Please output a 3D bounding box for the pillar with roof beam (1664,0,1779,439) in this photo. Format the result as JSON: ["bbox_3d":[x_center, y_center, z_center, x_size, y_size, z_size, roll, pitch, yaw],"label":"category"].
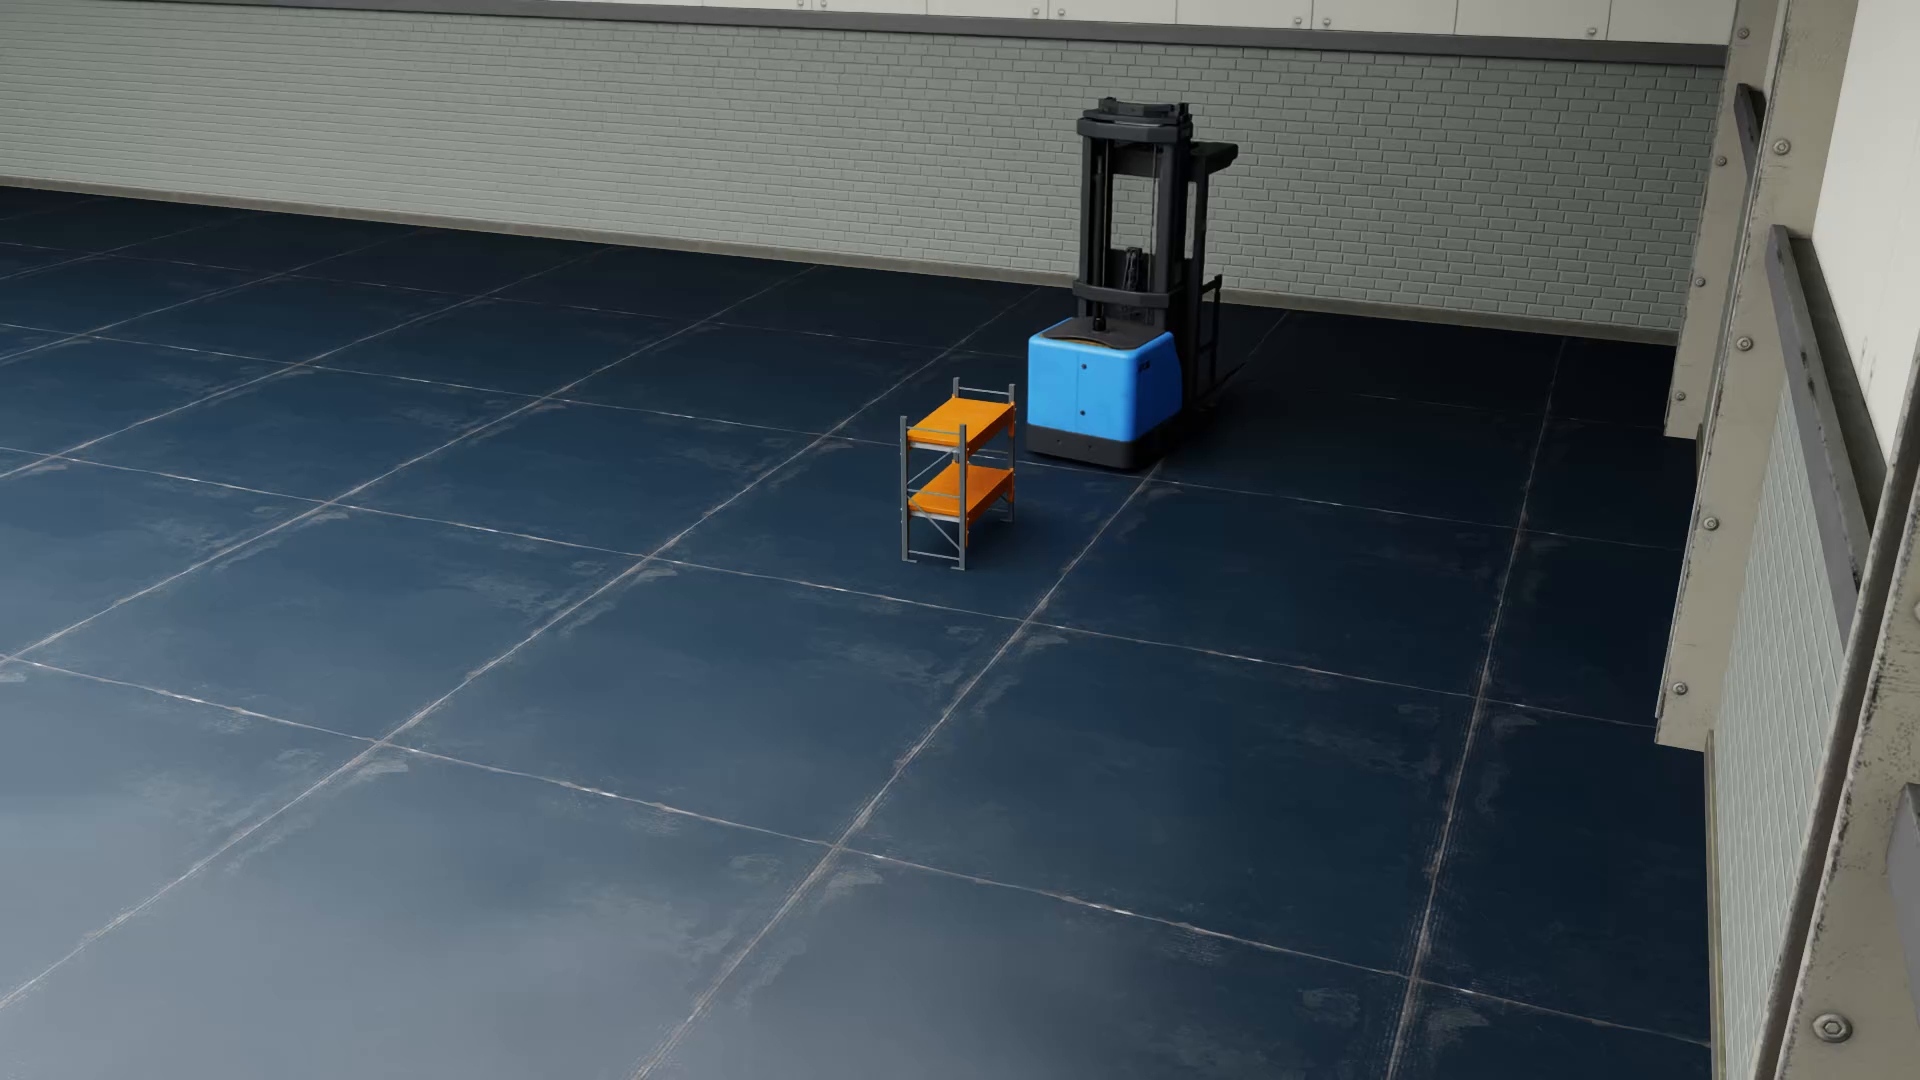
[{"bbox_3d":[2.568,-5.759,14.862,9.100,9.000,0.400,9,24,20],"label":"pillar with roof beam"}]

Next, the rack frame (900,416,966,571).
[{"bbox_3d":[-0.191,-0.335,12.092,0.500,1.125,0.032,9,24,20],"label":"rack frame"}]

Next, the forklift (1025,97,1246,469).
[{"bbox_3d":[1.754,-2.474,14.870,1.130,2.935,3.031,13,26,28],"label":"forklift"}]

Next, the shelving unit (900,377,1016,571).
[{"bbox_3d":[-0.003,-0.517,12.527,0.538,1.125,1.048,9,24,20],"label":"shelving unit"}]

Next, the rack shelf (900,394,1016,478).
[{"bbox_3d":[-0.003,-0.787,12.415,0.538,0.278,1.000,9,24,20],"label":"rack shelf"}]

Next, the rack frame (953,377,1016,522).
[{"bbox_3d":[0.186,-0.699,12.963,0.500,1.125,0.032,9,24,20],"label":"rack frame"}]

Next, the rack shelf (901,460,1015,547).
[{"bbox_3d":[-0.003,-0.291,12.622,0.538,0.278,1.000,9,24,20],"label":"rack shelf"}]

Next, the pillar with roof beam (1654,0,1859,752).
[{"bbox_3d":[0.340,-3.612,9.721,9.100,9.000,0.400,9,24,20],"label":"pillar with roof beam"}]
